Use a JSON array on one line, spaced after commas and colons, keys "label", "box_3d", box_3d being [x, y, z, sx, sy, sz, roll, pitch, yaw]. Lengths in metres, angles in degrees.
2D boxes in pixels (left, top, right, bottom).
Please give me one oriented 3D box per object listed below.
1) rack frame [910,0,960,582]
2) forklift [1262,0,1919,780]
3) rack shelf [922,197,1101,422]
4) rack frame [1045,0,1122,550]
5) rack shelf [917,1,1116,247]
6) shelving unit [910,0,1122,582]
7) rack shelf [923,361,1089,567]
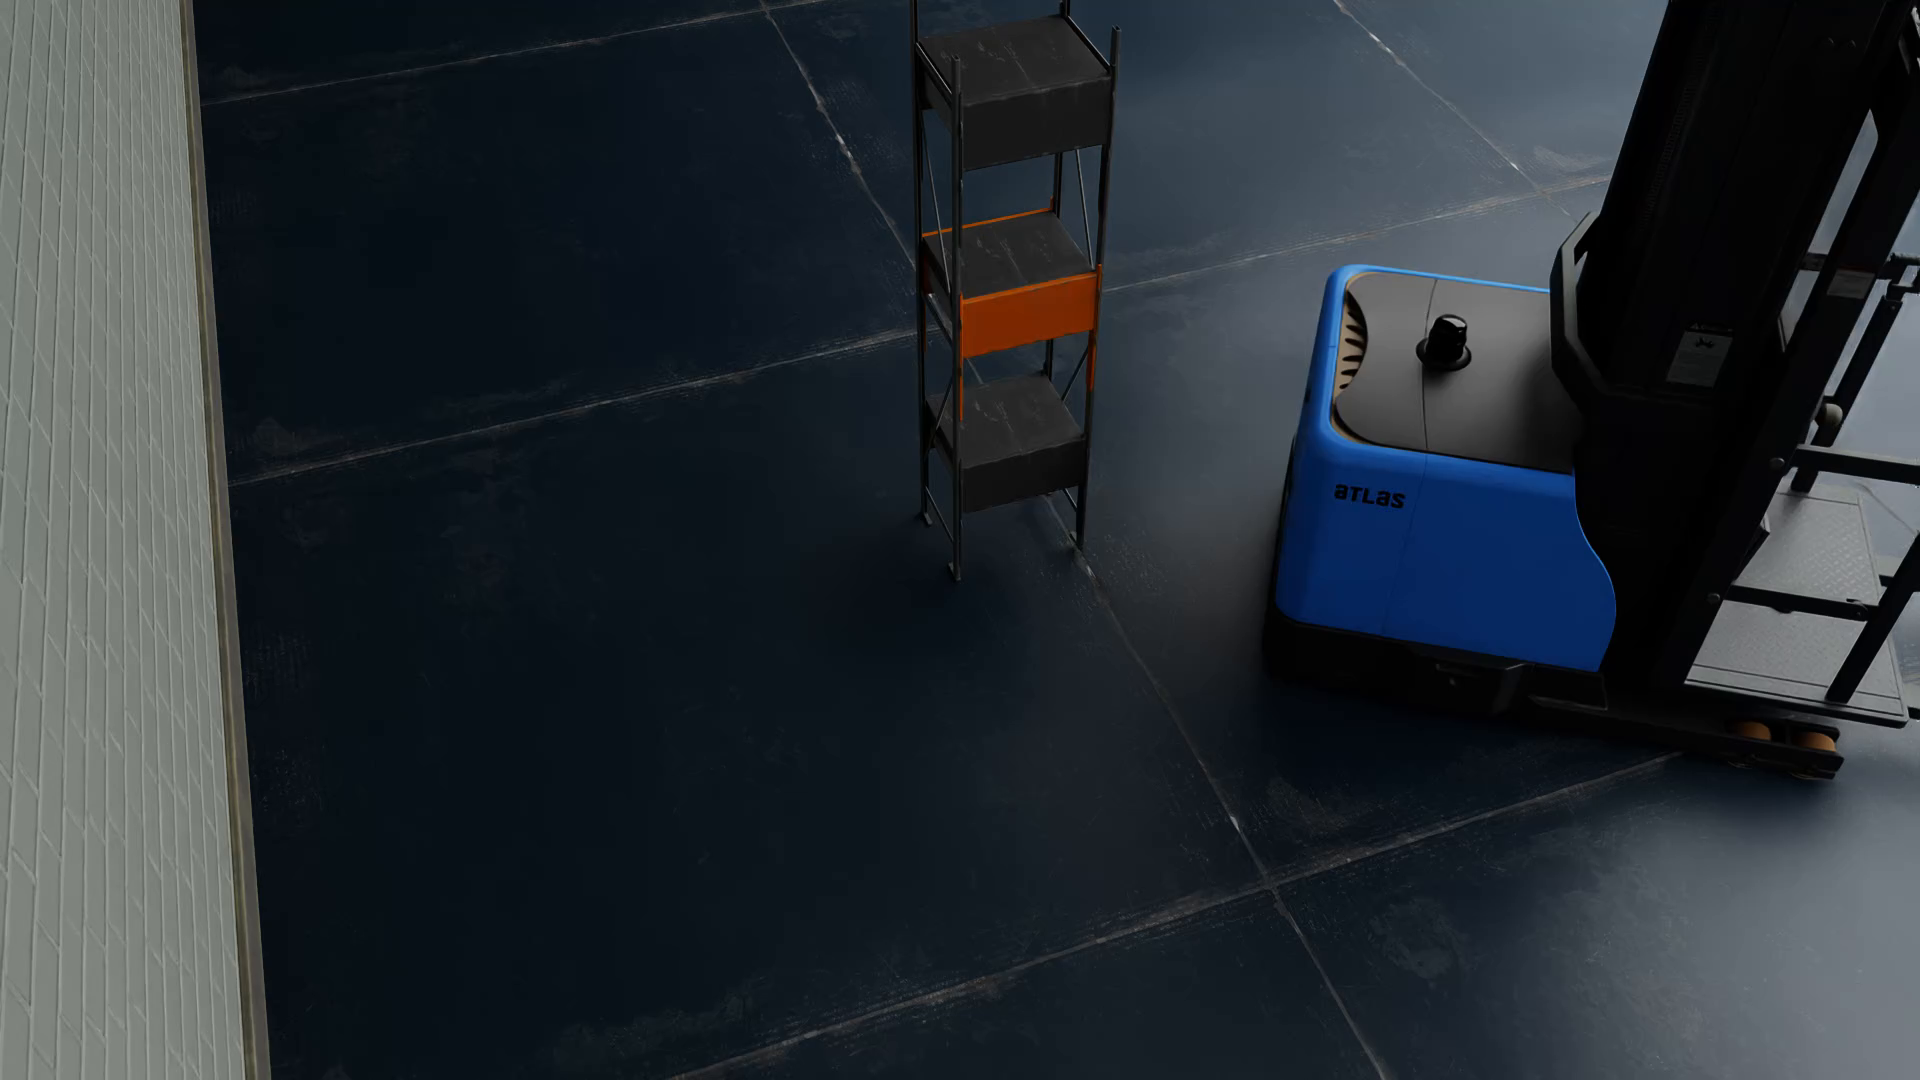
[{"label": "rack frame", "box_3d": [-0.074, -0.722, 5.487, 0.015, 2.100, 0.400, -14, 47, -14]}, {"label": "forklift", "box_3d": [2.621, -0.664, 4.843, 3.031, 2.935, 1.130, 9, 46, 9]}, {"label": "rack shelf", "box_3d": [0.156, -0.771, 5.556, 0.480, 0.518, 0.431, -14, 47, -14]}, {"label": "rack frame", "box_3d": [0.385, -0.840, 5.604, 0.015, 2.100, 0.400, -14, 47, -14]}, {"label": "rack shelf", "box_3d": [0.156, -1.266, 5.060, 0.480, 0.518, 0.431, -14, 47, -14]}, {"label": "shelving unit", "box_3d": [0.156, -0.781, 5.546, 0.503, 2.100, 0.431, -14, 47, -14]}, {"label": "rack shelf", "box_3d": [0.156, -0.277, 6.051, 0.480, 0.518, 0.431, -14, 47, -14]}]
